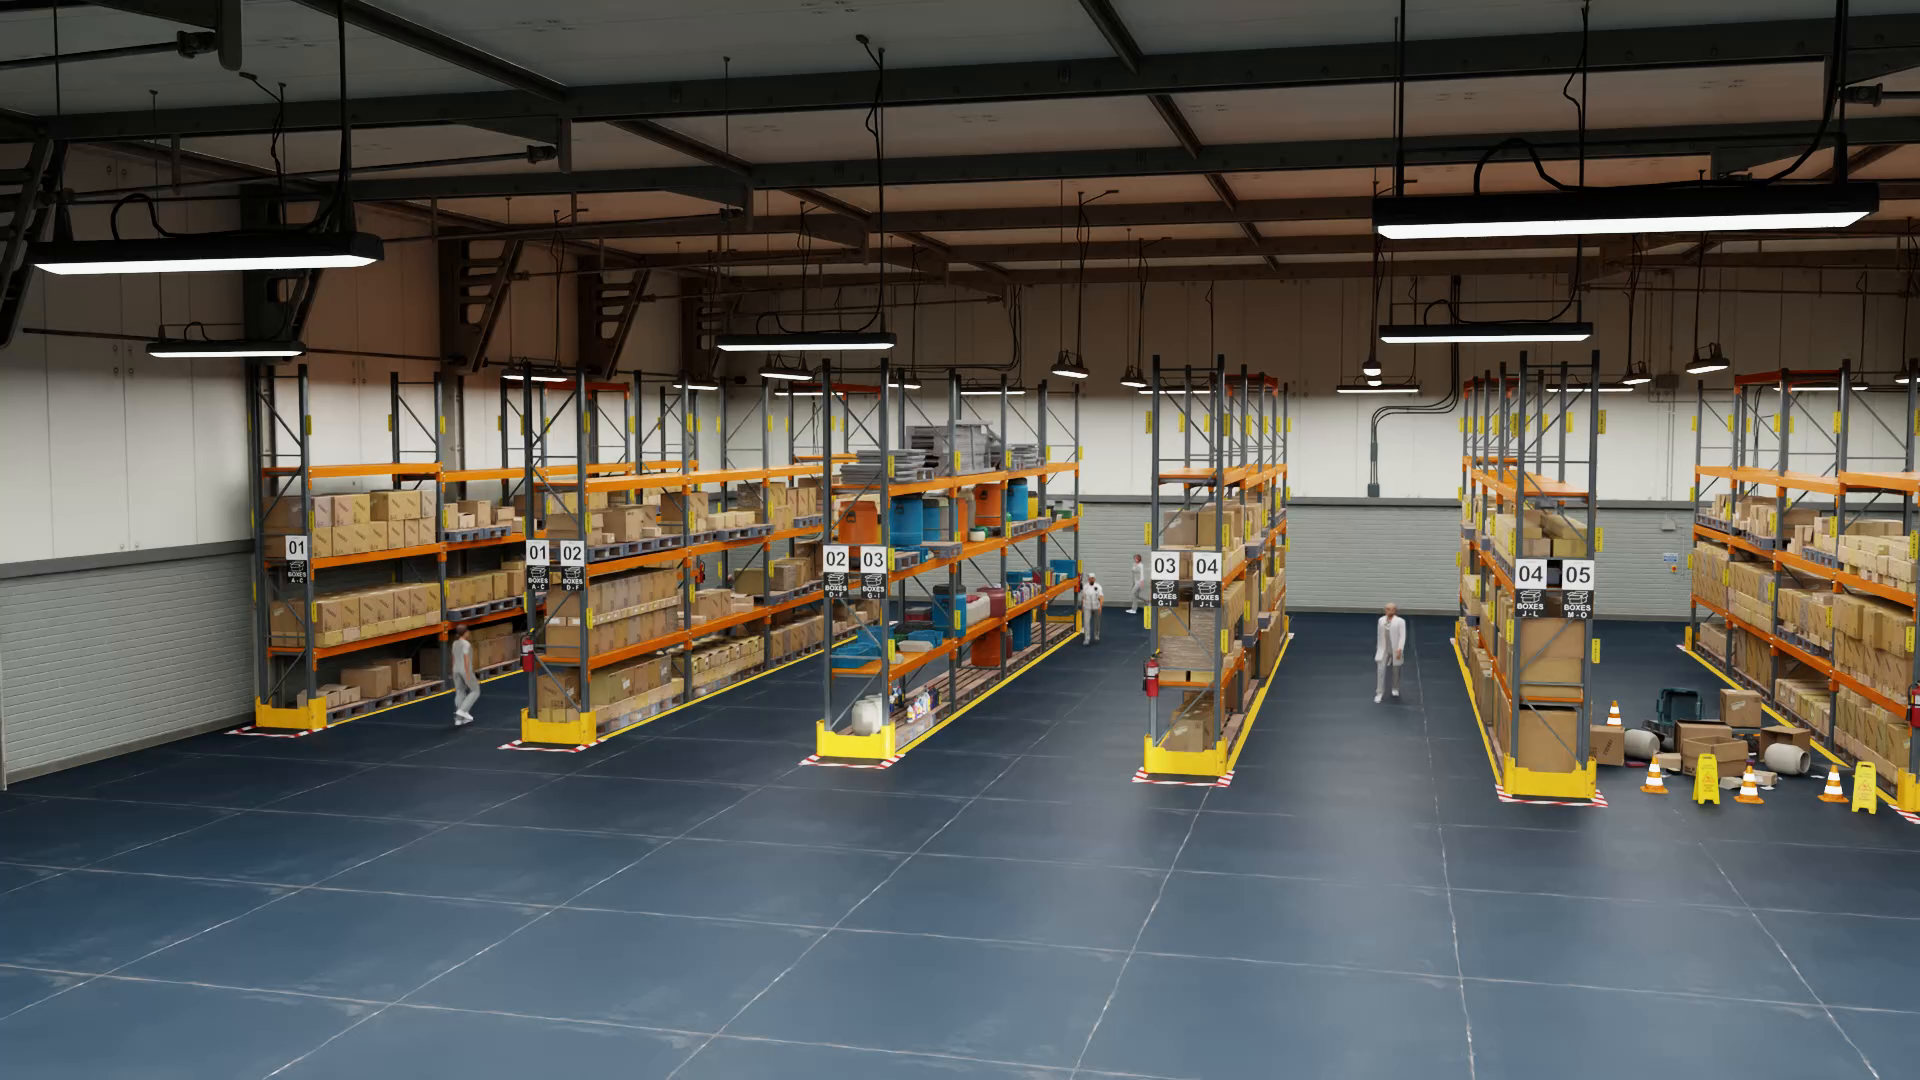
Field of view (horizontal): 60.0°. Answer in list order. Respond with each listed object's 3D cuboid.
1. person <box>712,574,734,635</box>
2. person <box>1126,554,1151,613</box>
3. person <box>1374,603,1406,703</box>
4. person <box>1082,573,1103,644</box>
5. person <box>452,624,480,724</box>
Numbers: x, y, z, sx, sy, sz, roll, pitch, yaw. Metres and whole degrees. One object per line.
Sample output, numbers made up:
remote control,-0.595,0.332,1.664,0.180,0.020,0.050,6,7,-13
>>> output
person,-5.260,1.619,36.888,0.578,1.689,0.637,1,4,17
person,4.784,1.149,44.245,0.760,1.566,0.398,-1,4,-11
person,7.846,2.129,30.287,0.558,1.562,1.038,2,4,24
person,3.040,1.555,38.104,0.490,1.600,1.052,0,4,6
person,-8.341,2.246,27.848,0.505,1.658,0.471,2,4,24
